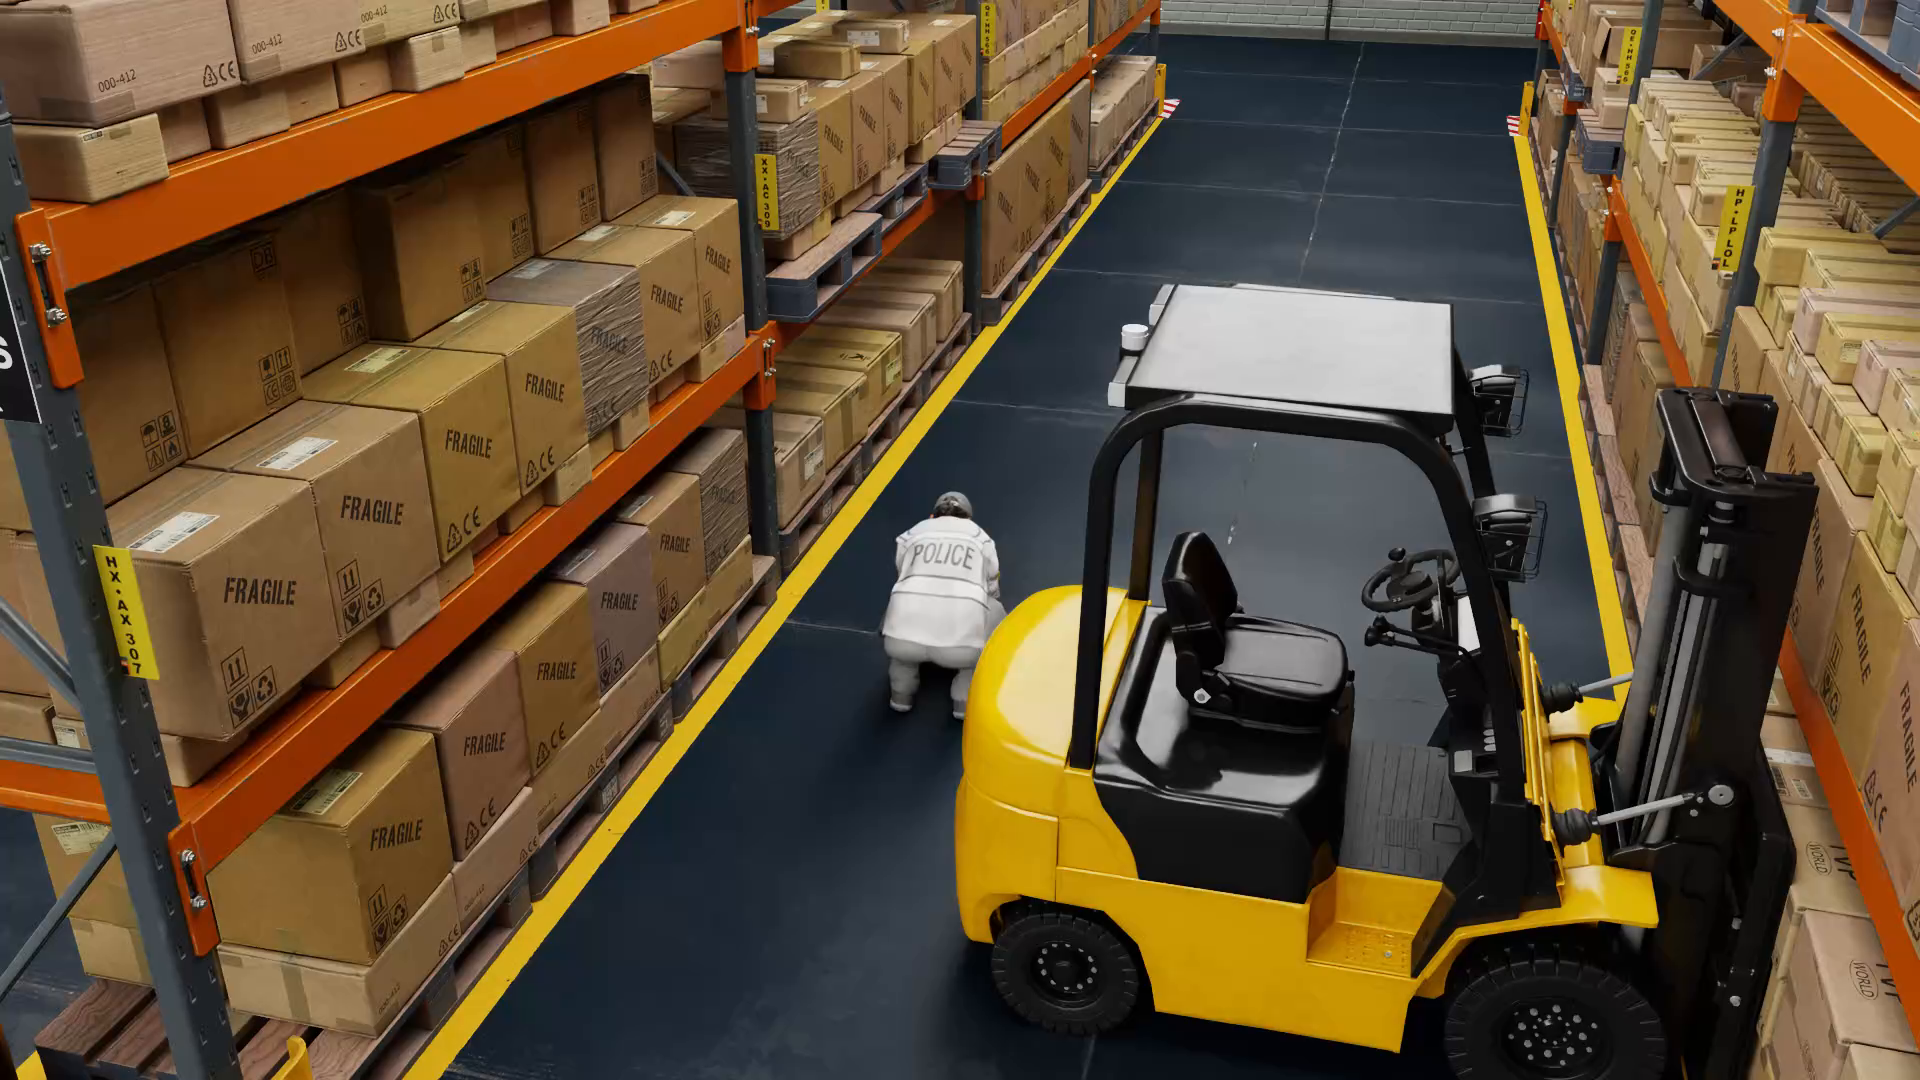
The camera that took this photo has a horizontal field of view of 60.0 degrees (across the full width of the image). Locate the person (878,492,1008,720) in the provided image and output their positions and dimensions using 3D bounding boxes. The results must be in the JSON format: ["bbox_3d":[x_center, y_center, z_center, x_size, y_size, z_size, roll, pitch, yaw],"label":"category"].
[{"bbox_3d":[-0.063,0.315,7.083,0.523,0.822,0.898,5,26,11],"label":"person"}]
